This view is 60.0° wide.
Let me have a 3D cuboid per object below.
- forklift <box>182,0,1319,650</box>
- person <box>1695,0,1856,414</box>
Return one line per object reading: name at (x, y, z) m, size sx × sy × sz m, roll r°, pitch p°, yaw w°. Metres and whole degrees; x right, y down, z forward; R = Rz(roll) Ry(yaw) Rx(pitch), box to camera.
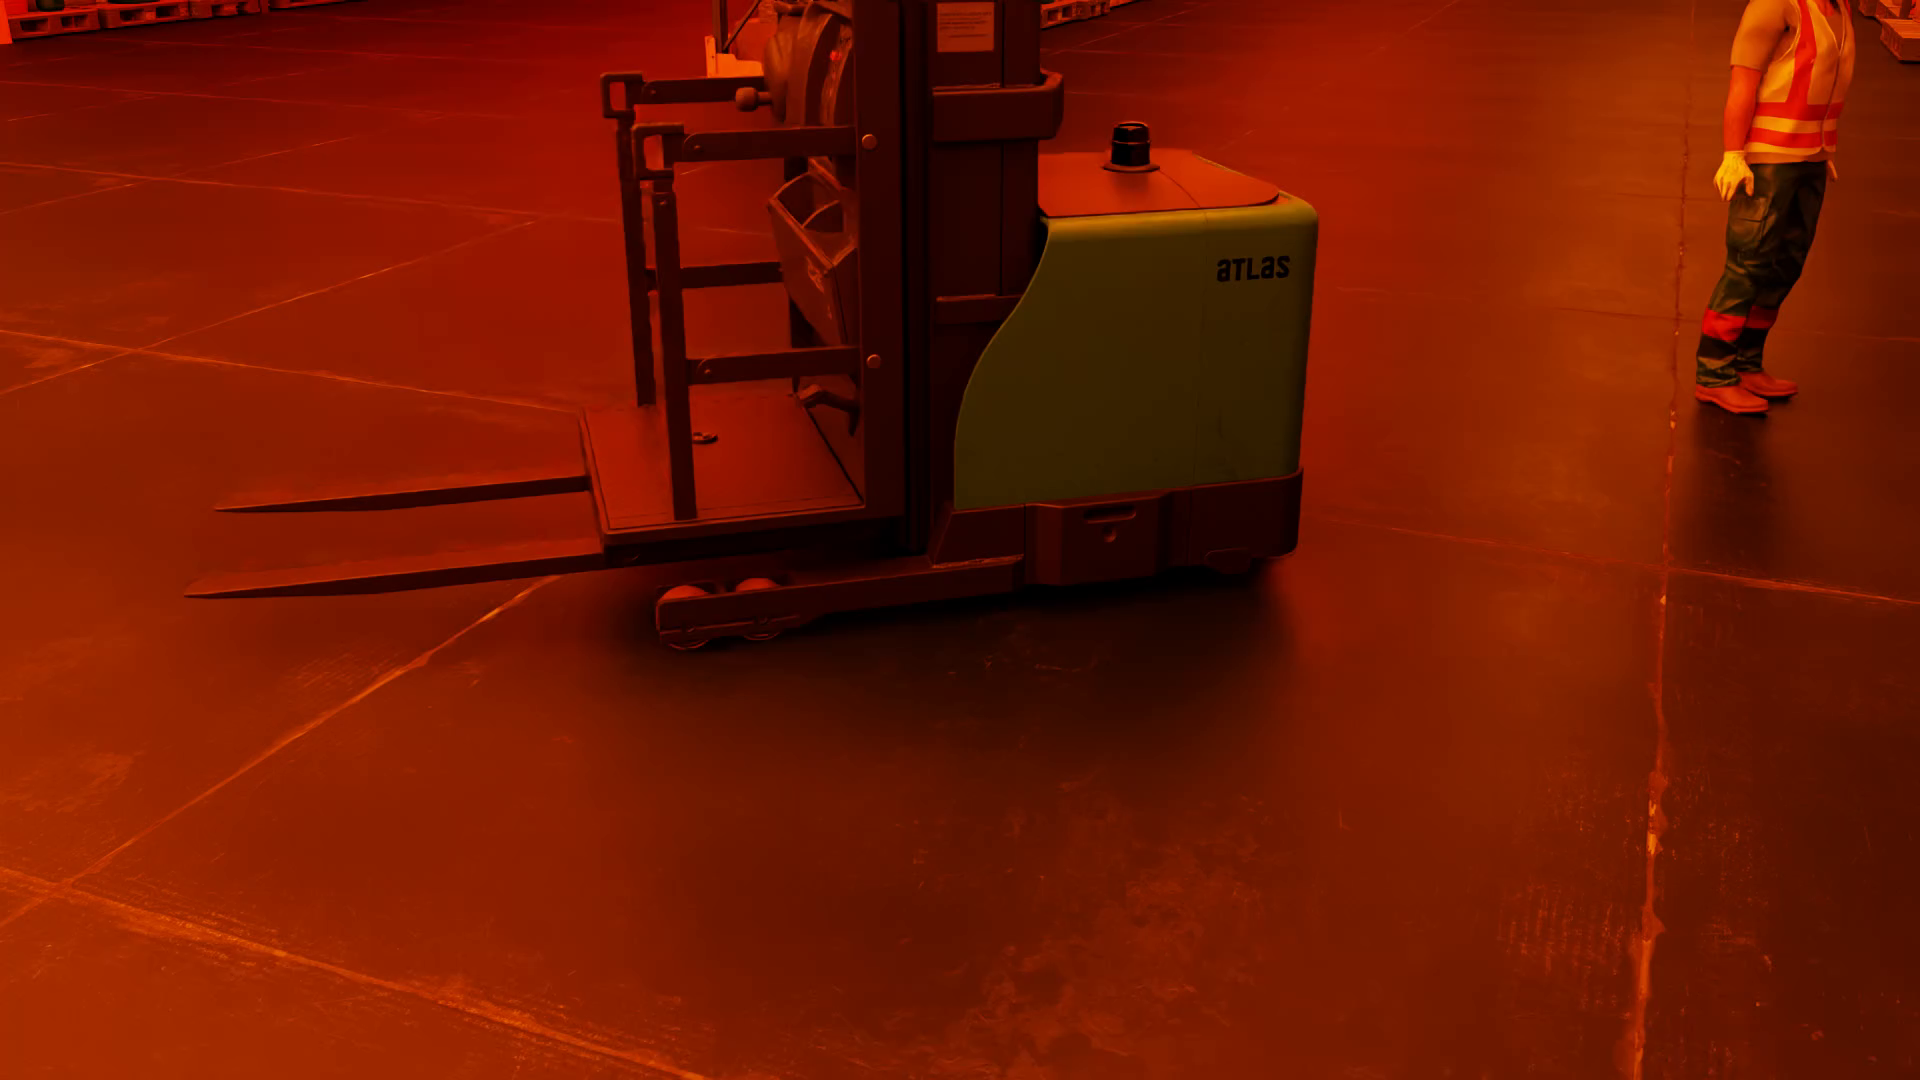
forklift at (-0.587, -1.288, 4.374) m, size 3.031 × 2.935 × 1.130 m, roll -6°, pitch 23°, yaw -14°
person at (3.017, -1.374, 6.062) m, size 0.626 × 1.794 × 0.383 m, roll -15°, pitch 27°, yaw -32°
